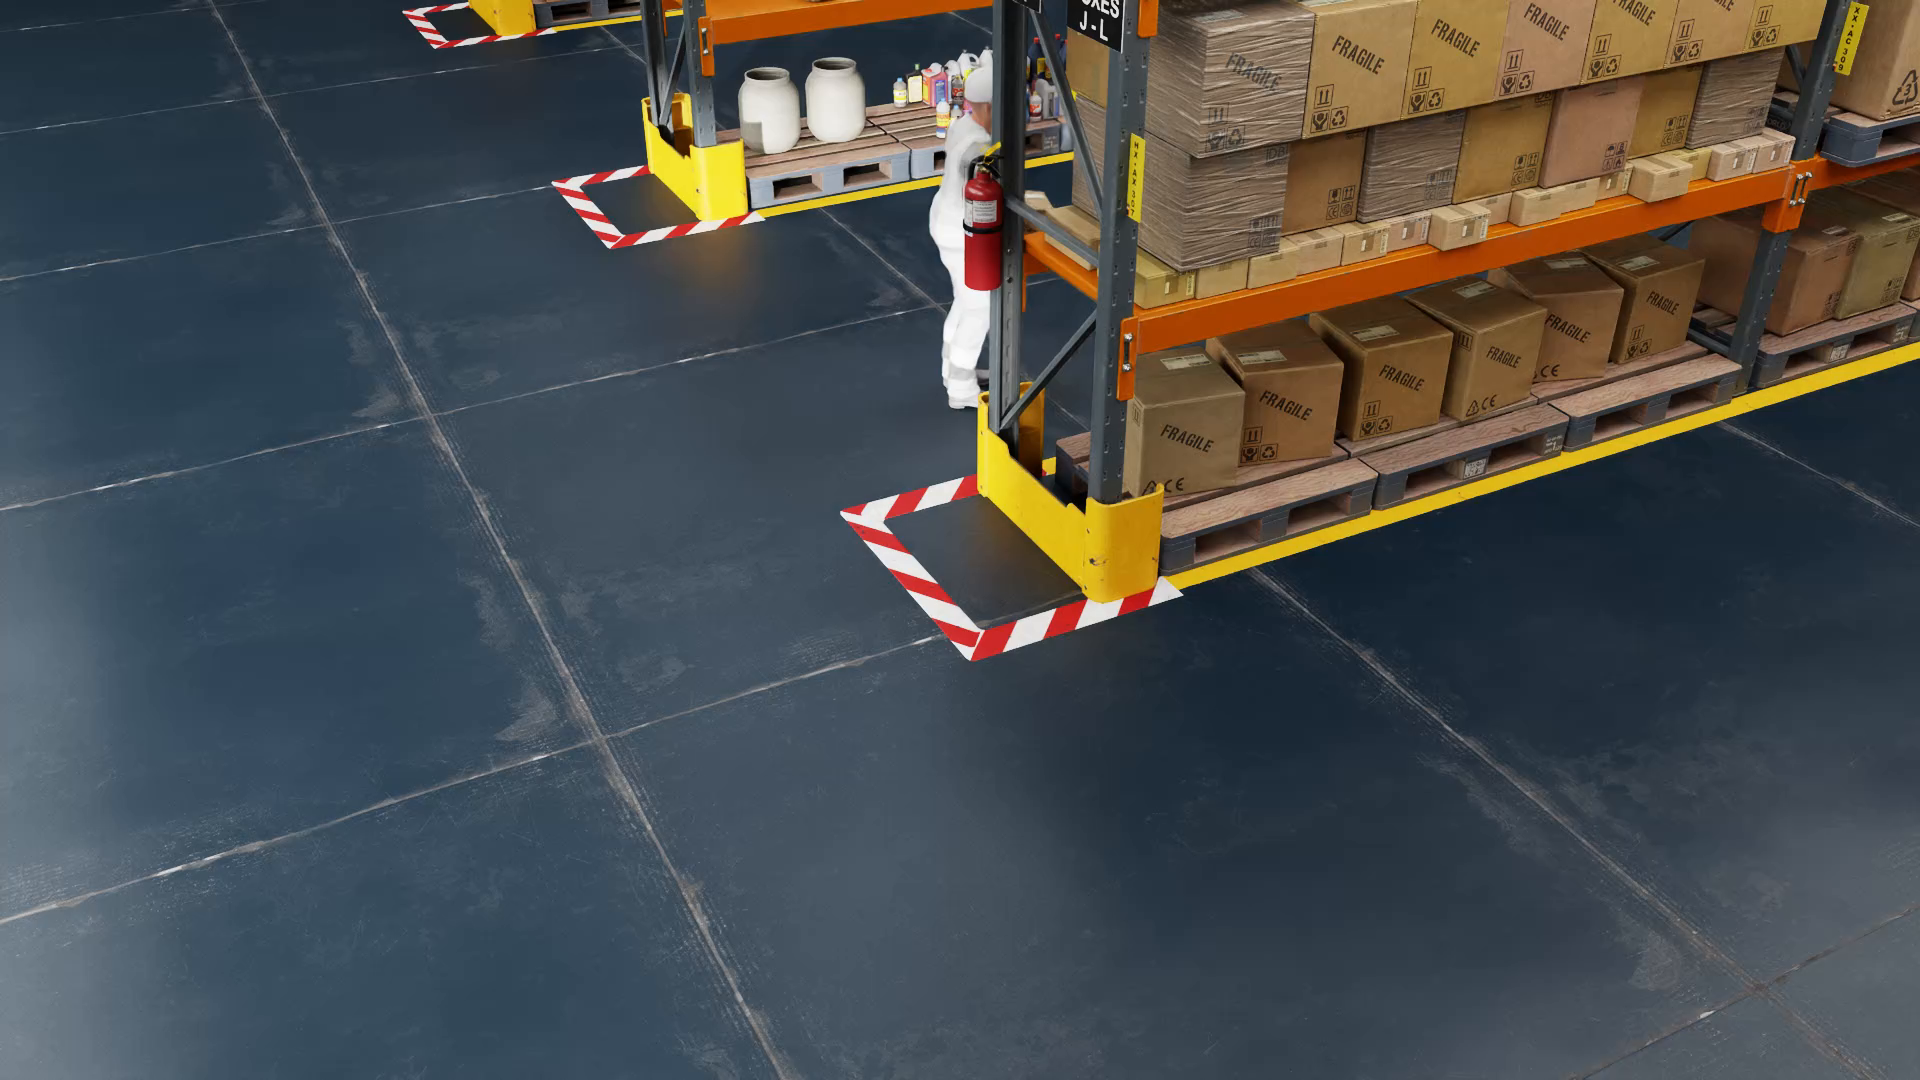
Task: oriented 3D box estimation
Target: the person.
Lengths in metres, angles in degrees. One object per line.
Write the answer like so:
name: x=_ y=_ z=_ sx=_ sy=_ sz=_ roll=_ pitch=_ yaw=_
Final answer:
person: x=0.137 y=-1.550 z=8.540 sx=0.583 sy=1.773 sz=0.491 roll=-4 pitch=33 yaw=-6
